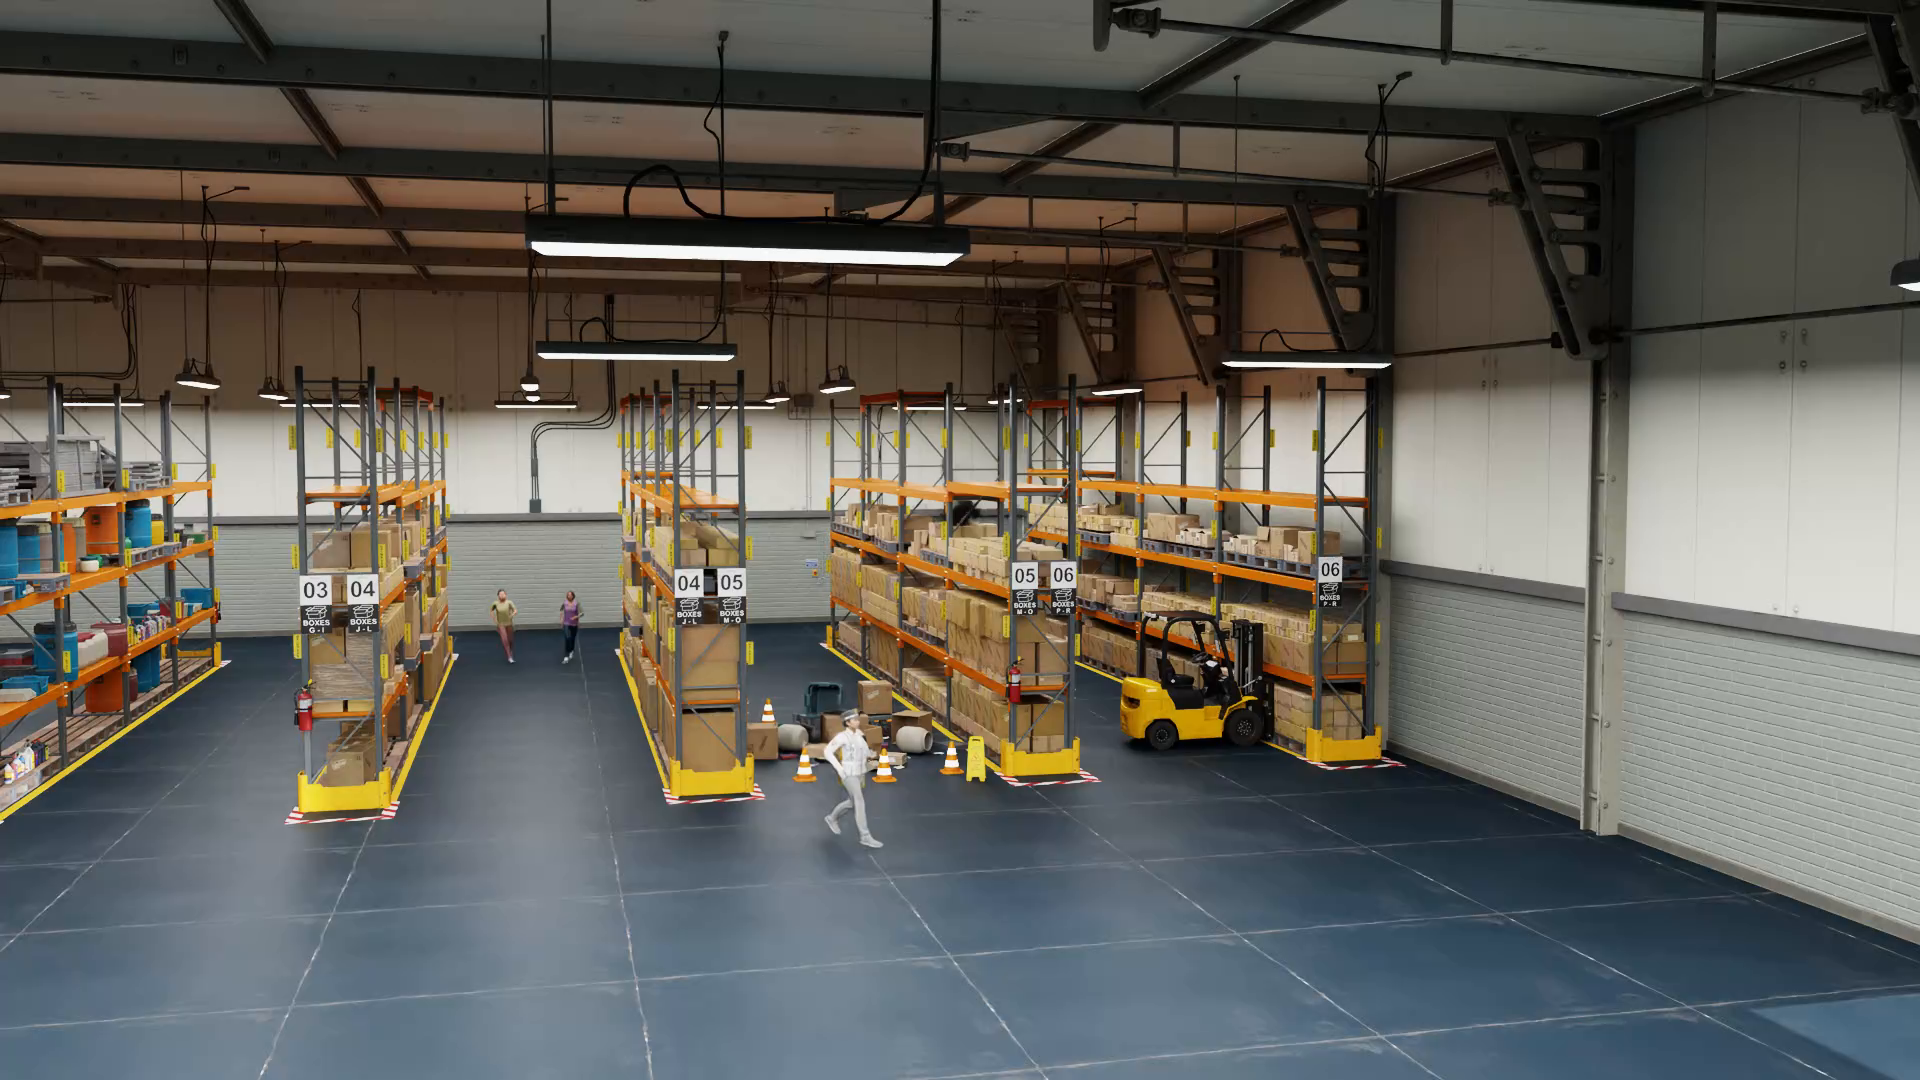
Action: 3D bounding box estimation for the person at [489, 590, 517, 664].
[{"bbox_3d":[-10.319,1.934,37.601,0.603,1.648,0.880,-1,4,-22],"label":"person"}]

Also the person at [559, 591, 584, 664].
[{"bbox_3d":[-8.795,1.943,37.689,0.551,1.615,0.803,-1,3,-12],"label":"person"}]

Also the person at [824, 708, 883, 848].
[{"bbox_3d":[-1.337,2.908,20.557,0.941,1.679,0.595,2,4,32],"label":"person"}]
